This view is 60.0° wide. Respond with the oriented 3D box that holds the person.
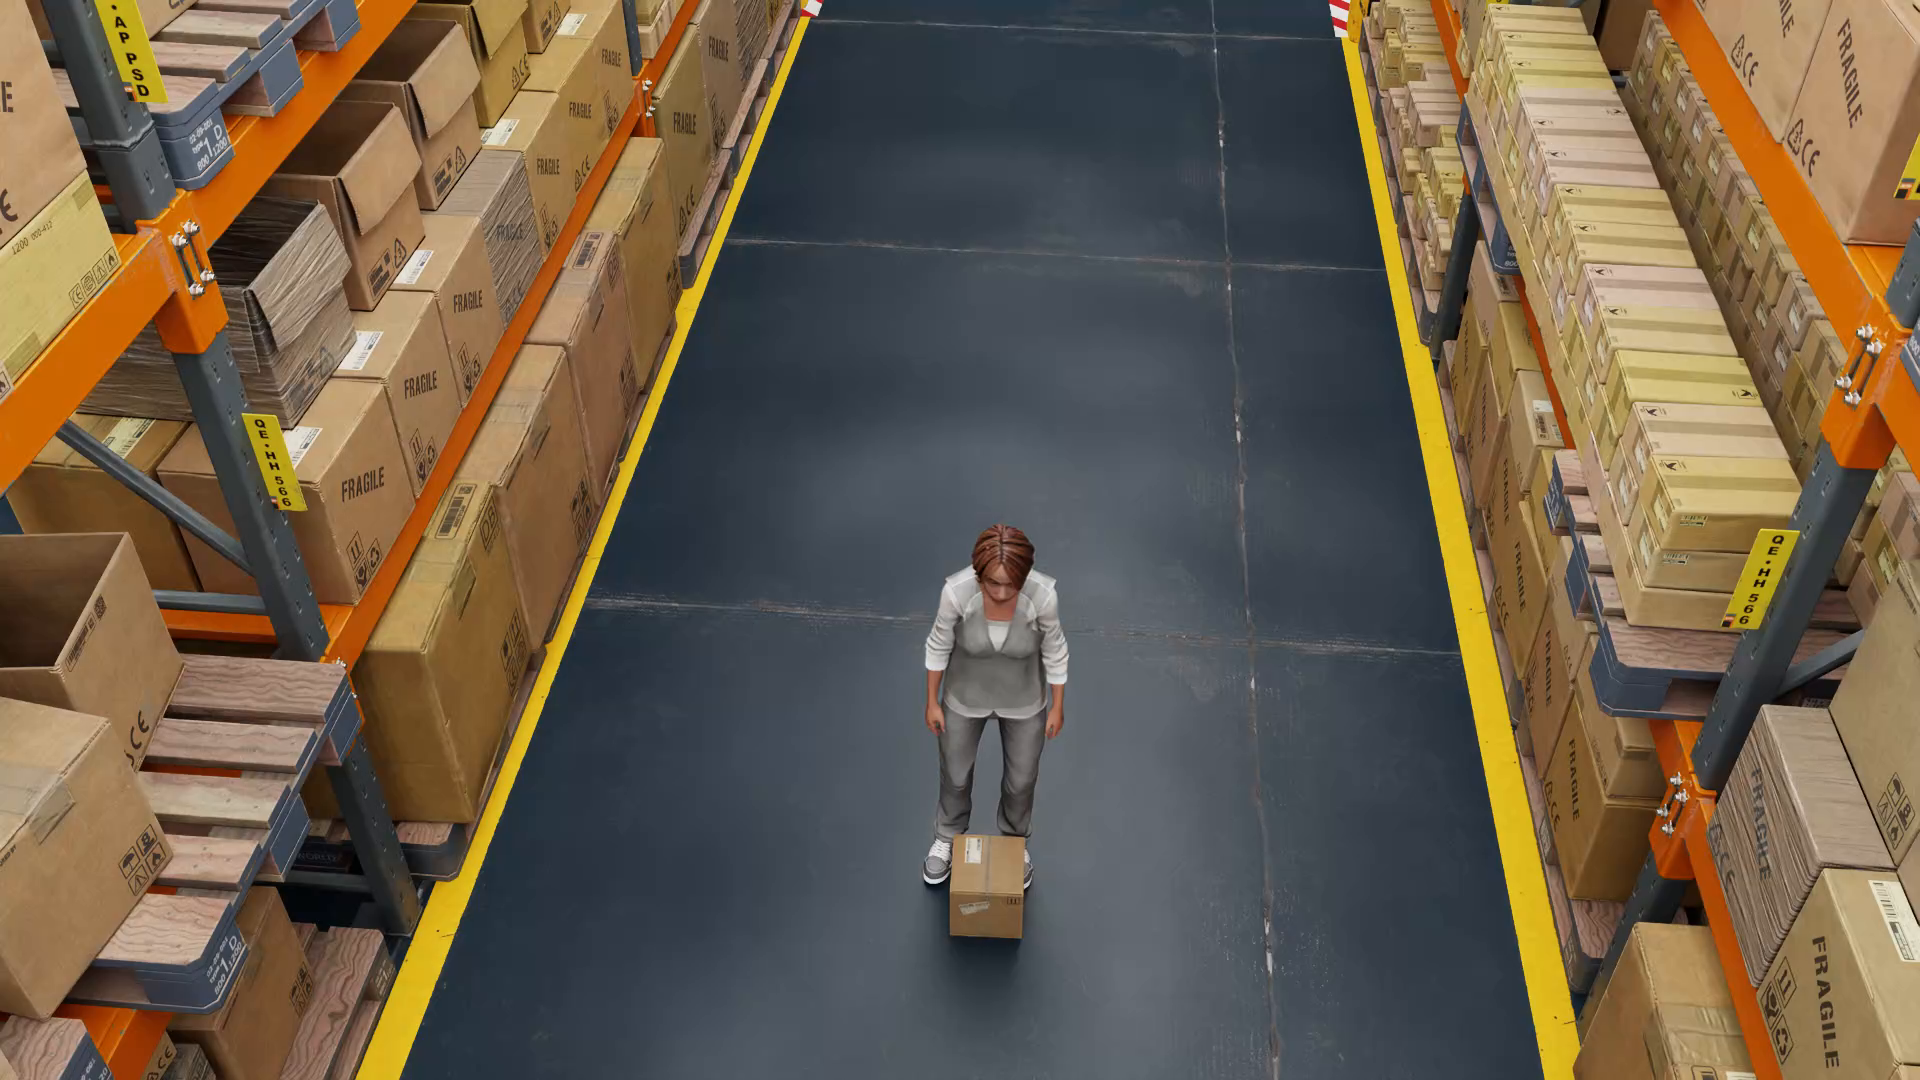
[{"bbox_3d":[0.110,0.543,5.532,0.477,1.594,0.342,2,41,2],"label":"person"}]
